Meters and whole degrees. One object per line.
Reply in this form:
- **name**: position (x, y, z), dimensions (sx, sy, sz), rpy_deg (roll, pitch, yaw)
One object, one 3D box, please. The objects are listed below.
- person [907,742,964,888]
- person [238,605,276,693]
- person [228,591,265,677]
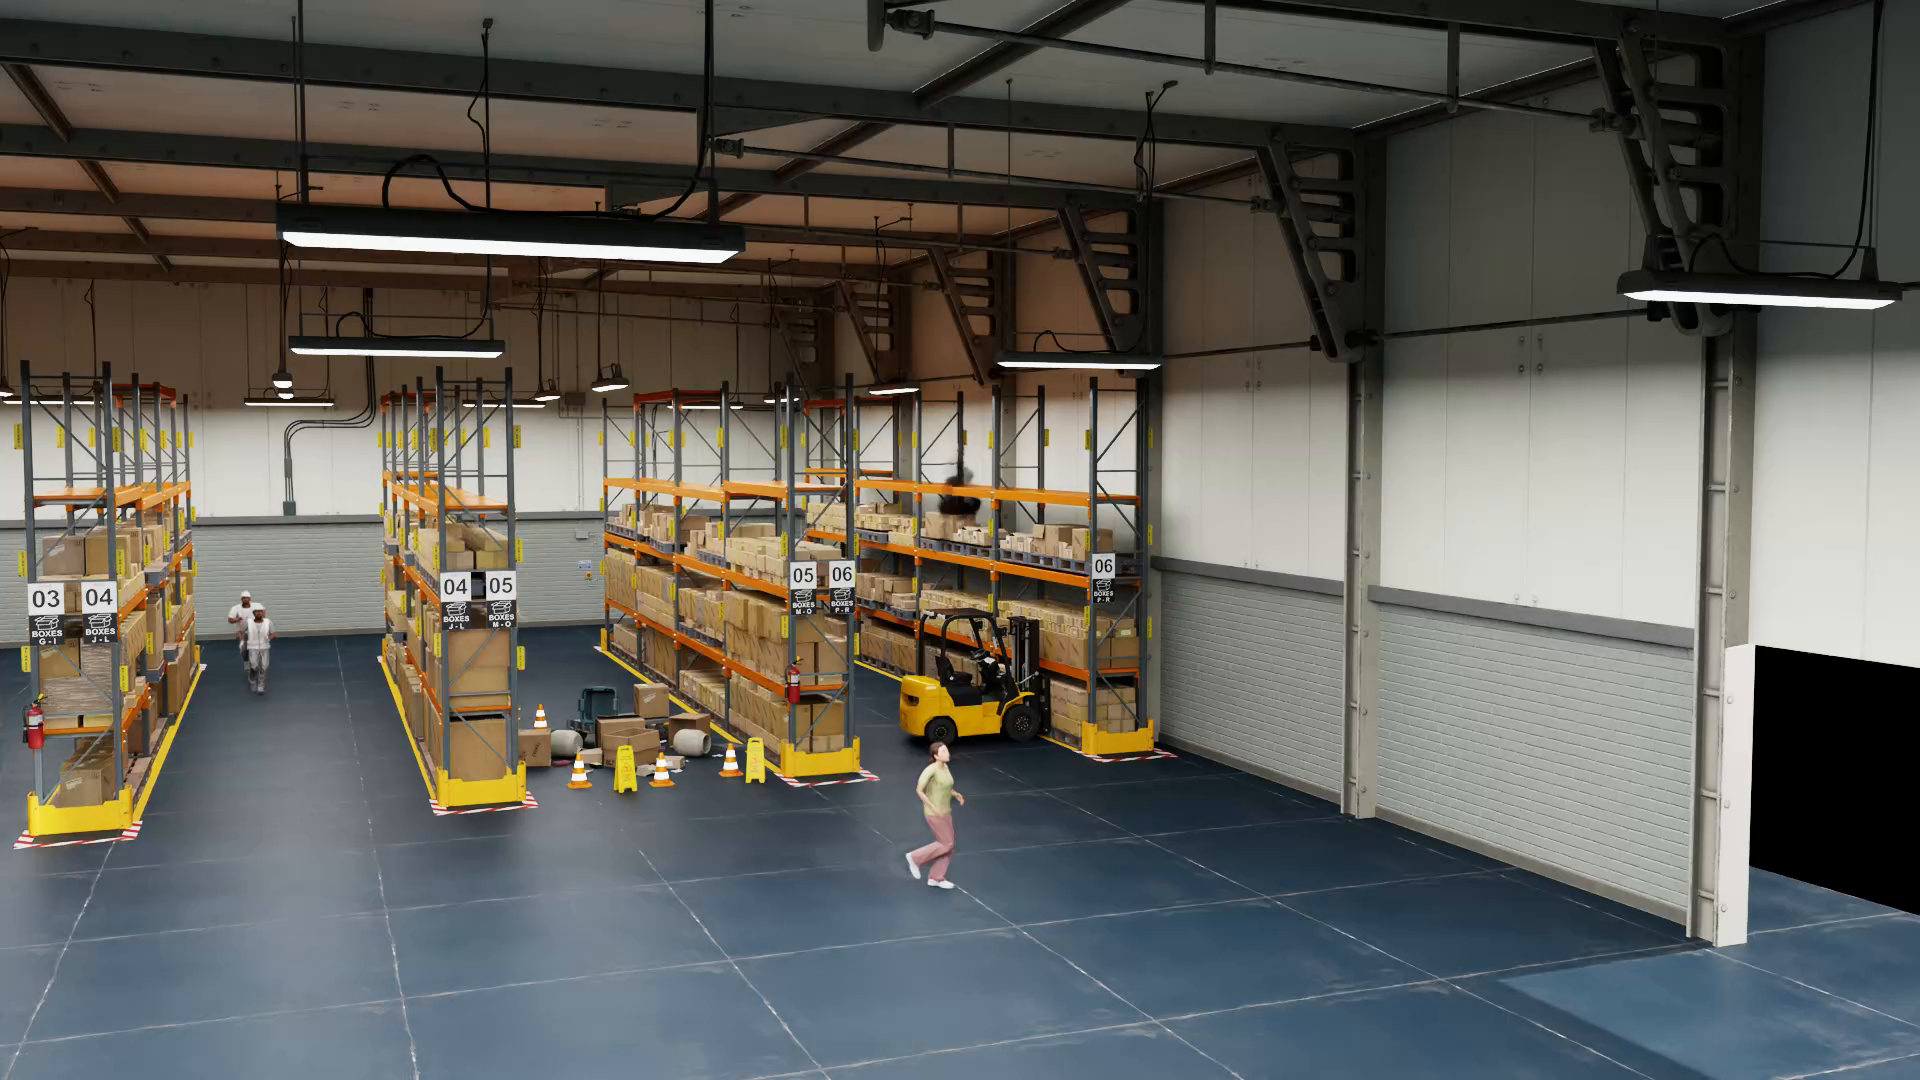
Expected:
- **person**: position (-0.266, 3.071, 18.669), dimensions (0.585, 1.639, 0.574), rpy_deg (2, 4, 24)
- **person**: position (-13.781, 2.149, 32.673), dimensions (0.674, 1.740, 0.633), rpy_deg (-2, 4, -31)
- **person**: position (-15.132, 1.961, 35.272), dimensions (0.695, 1.766, 0.964), rpy_deg (-1, 4, -18)
